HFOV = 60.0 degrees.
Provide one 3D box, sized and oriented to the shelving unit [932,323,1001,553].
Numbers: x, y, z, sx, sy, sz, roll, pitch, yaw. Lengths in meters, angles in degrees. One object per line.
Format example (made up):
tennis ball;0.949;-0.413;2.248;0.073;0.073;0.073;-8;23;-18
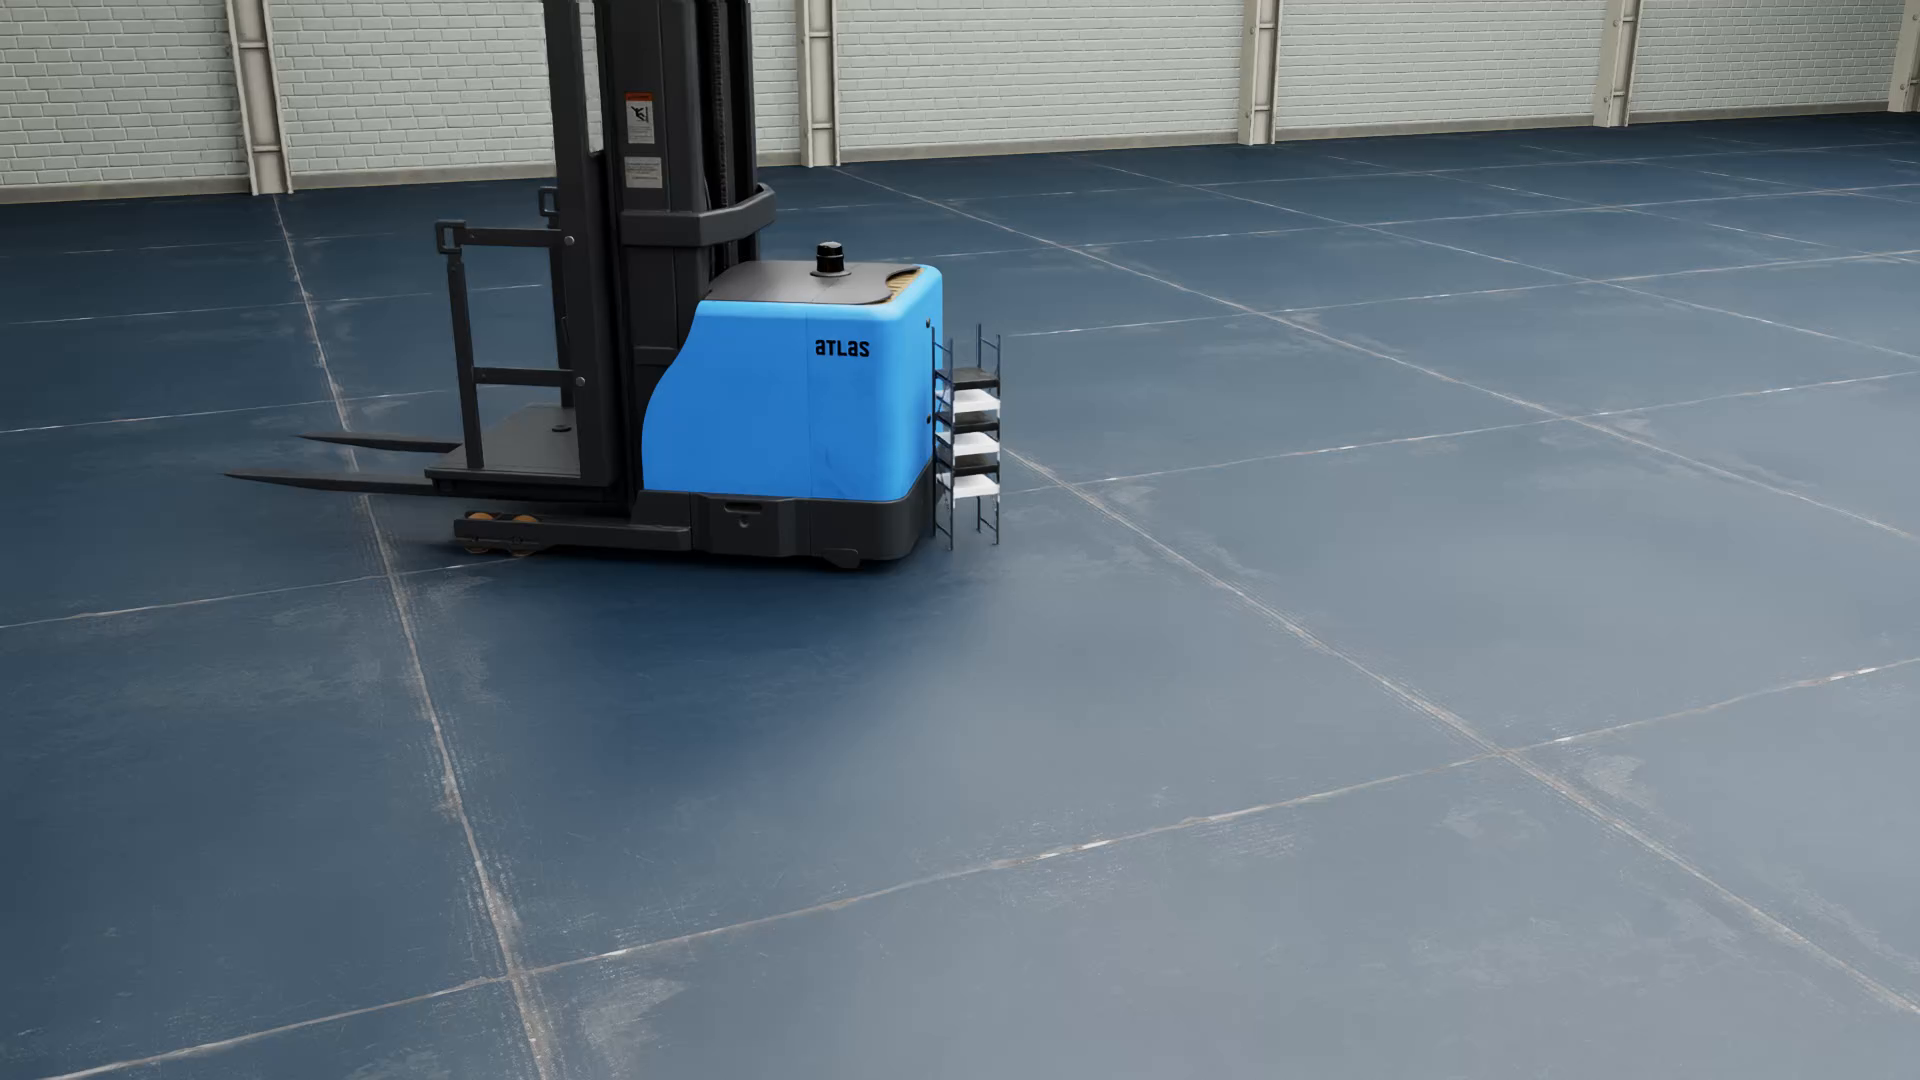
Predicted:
shelving unit;0.025;-0.420;6.858;0.210;0.900;0.258;-7;21;-19

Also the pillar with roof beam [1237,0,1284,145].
pillar with roof beam;5.575;-8.125;16.549;0.400;9.000;9.100;-8;21;-22

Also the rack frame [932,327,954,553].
rack frame;-0.071;-0.408;6.825;0.006;0.900;0.240;-7;21;-19

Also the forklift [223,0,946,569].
forklift;-1.628;-1.483;6.821;3.031;2.935;1.130;3;20;9

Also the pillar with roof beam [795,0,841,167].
pillar with roof beam;0.066;-7.336;14.307;0.400;9.000;9.100;-8;21;-22

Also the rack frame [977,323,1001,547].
rack frame;0.120;-0.431;6.892;0.006;0.900;0.240;-7;21;-19

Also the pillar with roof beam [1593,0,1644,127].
pillar with roof beam;11.085;-8.914;18.790;0.400;9.000;9.100;-8;21;-22

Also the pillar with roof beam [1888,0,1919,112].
pillar with roof beam;16.594;-9.704;21.032;0.400;9.000;9.100;-8;21;-22

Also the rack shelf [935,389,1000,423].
rack shelf;0.025;-0.558;6.810;0.200;0.077;0.258;-7;21;-19

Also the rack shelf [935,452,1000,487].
rack shelf;0.025;-0.303;6.899;0.200;0.077;0.258;-7;21;-19

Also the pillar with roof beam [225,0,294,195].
pillar with roof beam;-5.443;-6.546;12.065;0.400;9.000;9.100;-8;21;-22

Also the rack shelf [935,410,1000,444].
rack shelf;0.025;-0.473;6.840;0.200;0.077;0.258;-7;21;-19

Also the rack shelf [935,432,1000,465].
rack shelf;0.025;-0.388;6.870;0.200;0.077;0.258;-7;21;-19

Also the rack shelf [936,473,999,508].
rack shelf;0.025;-0.218;6.929;0.200;0.077;0.258;-7;21;-19

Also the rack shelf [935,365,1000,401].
rack shelf;0.025;-0.643;6.780;0.200;0.077;0.258;-7;21;-19
